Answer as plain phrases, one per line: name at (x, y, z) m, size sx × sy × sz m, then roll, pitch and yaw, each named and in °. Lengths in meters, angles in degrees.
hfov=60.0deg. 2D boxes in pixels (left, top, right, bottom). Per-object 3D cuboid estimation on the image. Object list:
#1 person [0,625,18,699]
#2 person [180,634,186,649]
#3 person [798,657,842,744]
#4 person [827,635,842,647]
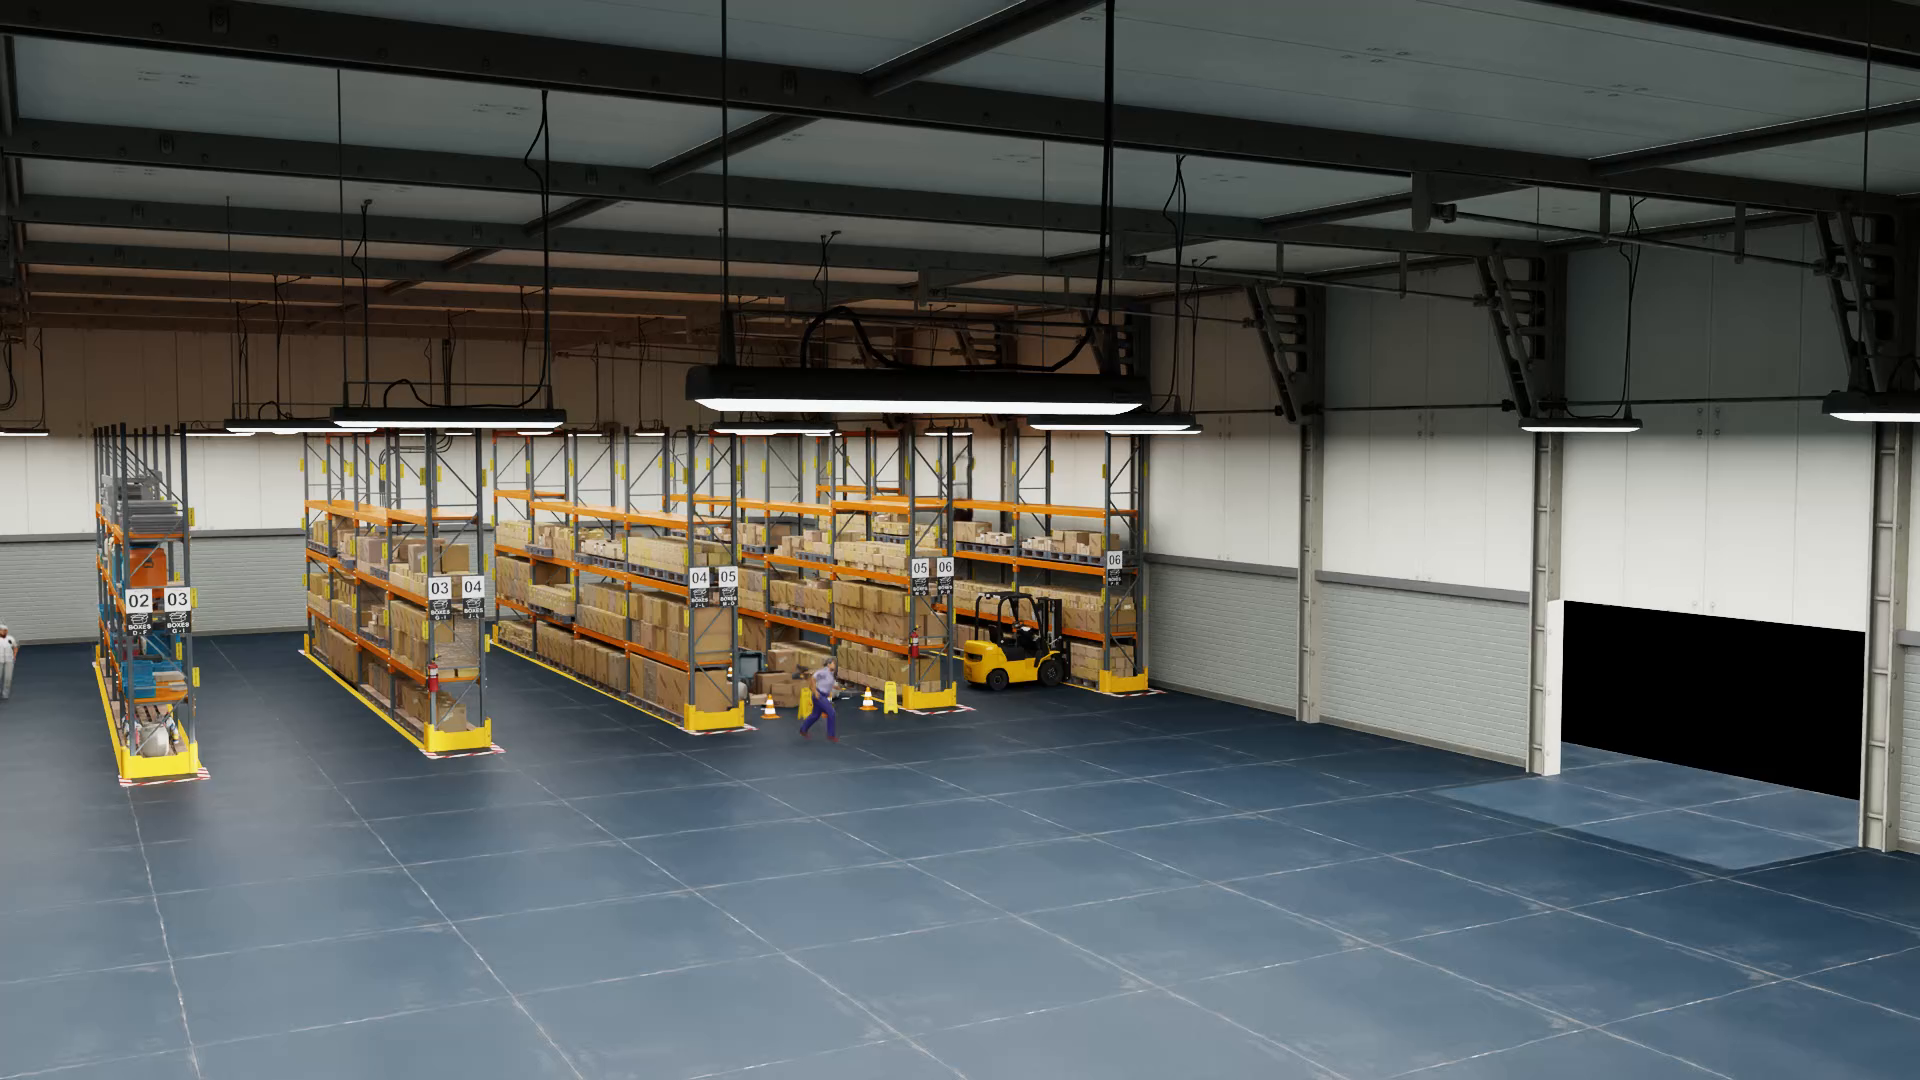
person at (-21.139, 2.694, 36.758) m, size 0.595 × 1.609 × 0.561 m, roll -3°, pitch 4°, yaw -37°
person at (-21.588, 2.111, 45.501) m, size 0.725 × 1.750 × 0.673 m, roll 0°, pitch 3°, yaw -6°
person at (-2.665, 3.028, 31.443) m, size 0.907 × 1.642 × 0.597 m, roll 1°, pitch 4°, yaw 14°
person at (-3.254, 2.289, 43.310) m, size 0.588 × 1.636 × 0.837 m, roll -2°, pitch 4°, yaw -31°
